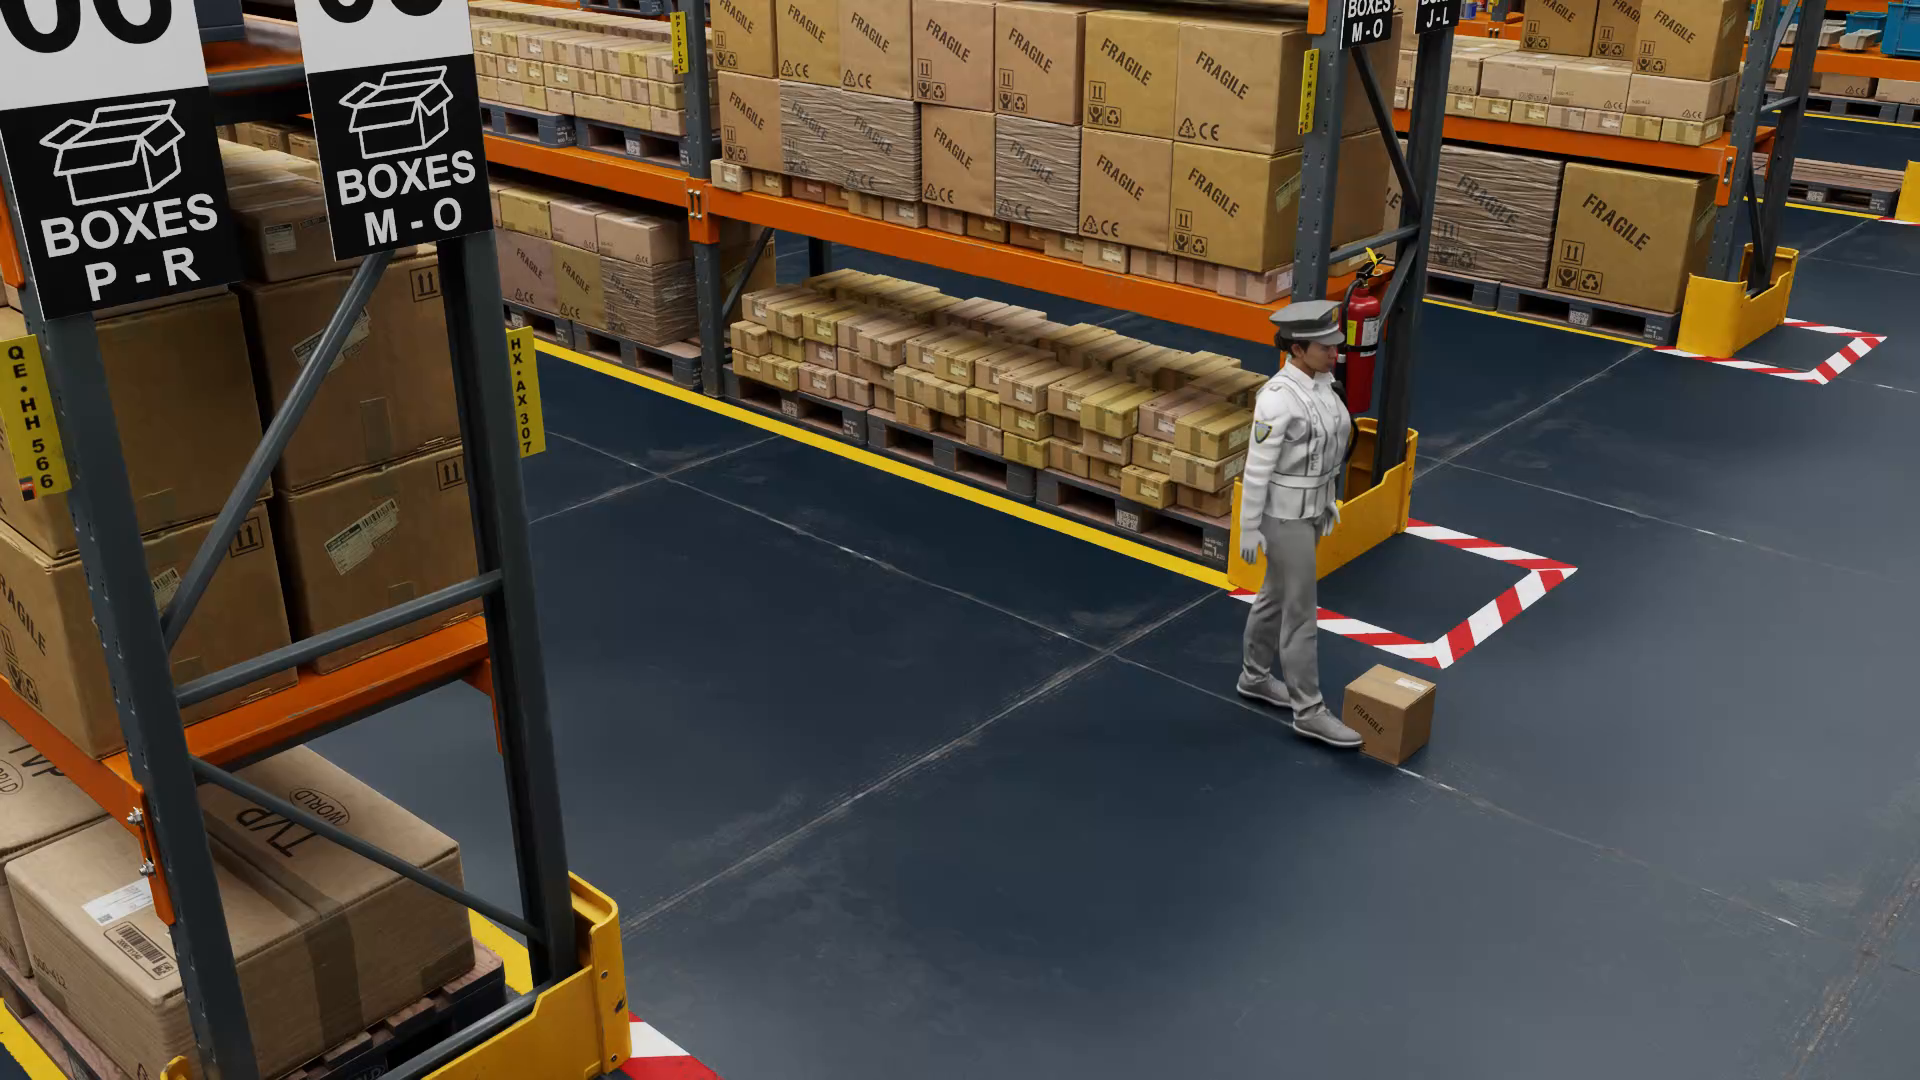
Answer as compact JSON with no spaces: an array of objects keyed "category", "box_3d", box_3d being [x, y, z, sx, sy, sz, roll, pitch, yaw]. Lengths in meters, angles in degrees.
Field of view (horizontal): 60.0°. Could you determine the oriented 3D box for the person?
[{"category":"person","box_3d":[1.371,-0.083,6.252,0.594,1.669,0.498,14,27,28]}]
